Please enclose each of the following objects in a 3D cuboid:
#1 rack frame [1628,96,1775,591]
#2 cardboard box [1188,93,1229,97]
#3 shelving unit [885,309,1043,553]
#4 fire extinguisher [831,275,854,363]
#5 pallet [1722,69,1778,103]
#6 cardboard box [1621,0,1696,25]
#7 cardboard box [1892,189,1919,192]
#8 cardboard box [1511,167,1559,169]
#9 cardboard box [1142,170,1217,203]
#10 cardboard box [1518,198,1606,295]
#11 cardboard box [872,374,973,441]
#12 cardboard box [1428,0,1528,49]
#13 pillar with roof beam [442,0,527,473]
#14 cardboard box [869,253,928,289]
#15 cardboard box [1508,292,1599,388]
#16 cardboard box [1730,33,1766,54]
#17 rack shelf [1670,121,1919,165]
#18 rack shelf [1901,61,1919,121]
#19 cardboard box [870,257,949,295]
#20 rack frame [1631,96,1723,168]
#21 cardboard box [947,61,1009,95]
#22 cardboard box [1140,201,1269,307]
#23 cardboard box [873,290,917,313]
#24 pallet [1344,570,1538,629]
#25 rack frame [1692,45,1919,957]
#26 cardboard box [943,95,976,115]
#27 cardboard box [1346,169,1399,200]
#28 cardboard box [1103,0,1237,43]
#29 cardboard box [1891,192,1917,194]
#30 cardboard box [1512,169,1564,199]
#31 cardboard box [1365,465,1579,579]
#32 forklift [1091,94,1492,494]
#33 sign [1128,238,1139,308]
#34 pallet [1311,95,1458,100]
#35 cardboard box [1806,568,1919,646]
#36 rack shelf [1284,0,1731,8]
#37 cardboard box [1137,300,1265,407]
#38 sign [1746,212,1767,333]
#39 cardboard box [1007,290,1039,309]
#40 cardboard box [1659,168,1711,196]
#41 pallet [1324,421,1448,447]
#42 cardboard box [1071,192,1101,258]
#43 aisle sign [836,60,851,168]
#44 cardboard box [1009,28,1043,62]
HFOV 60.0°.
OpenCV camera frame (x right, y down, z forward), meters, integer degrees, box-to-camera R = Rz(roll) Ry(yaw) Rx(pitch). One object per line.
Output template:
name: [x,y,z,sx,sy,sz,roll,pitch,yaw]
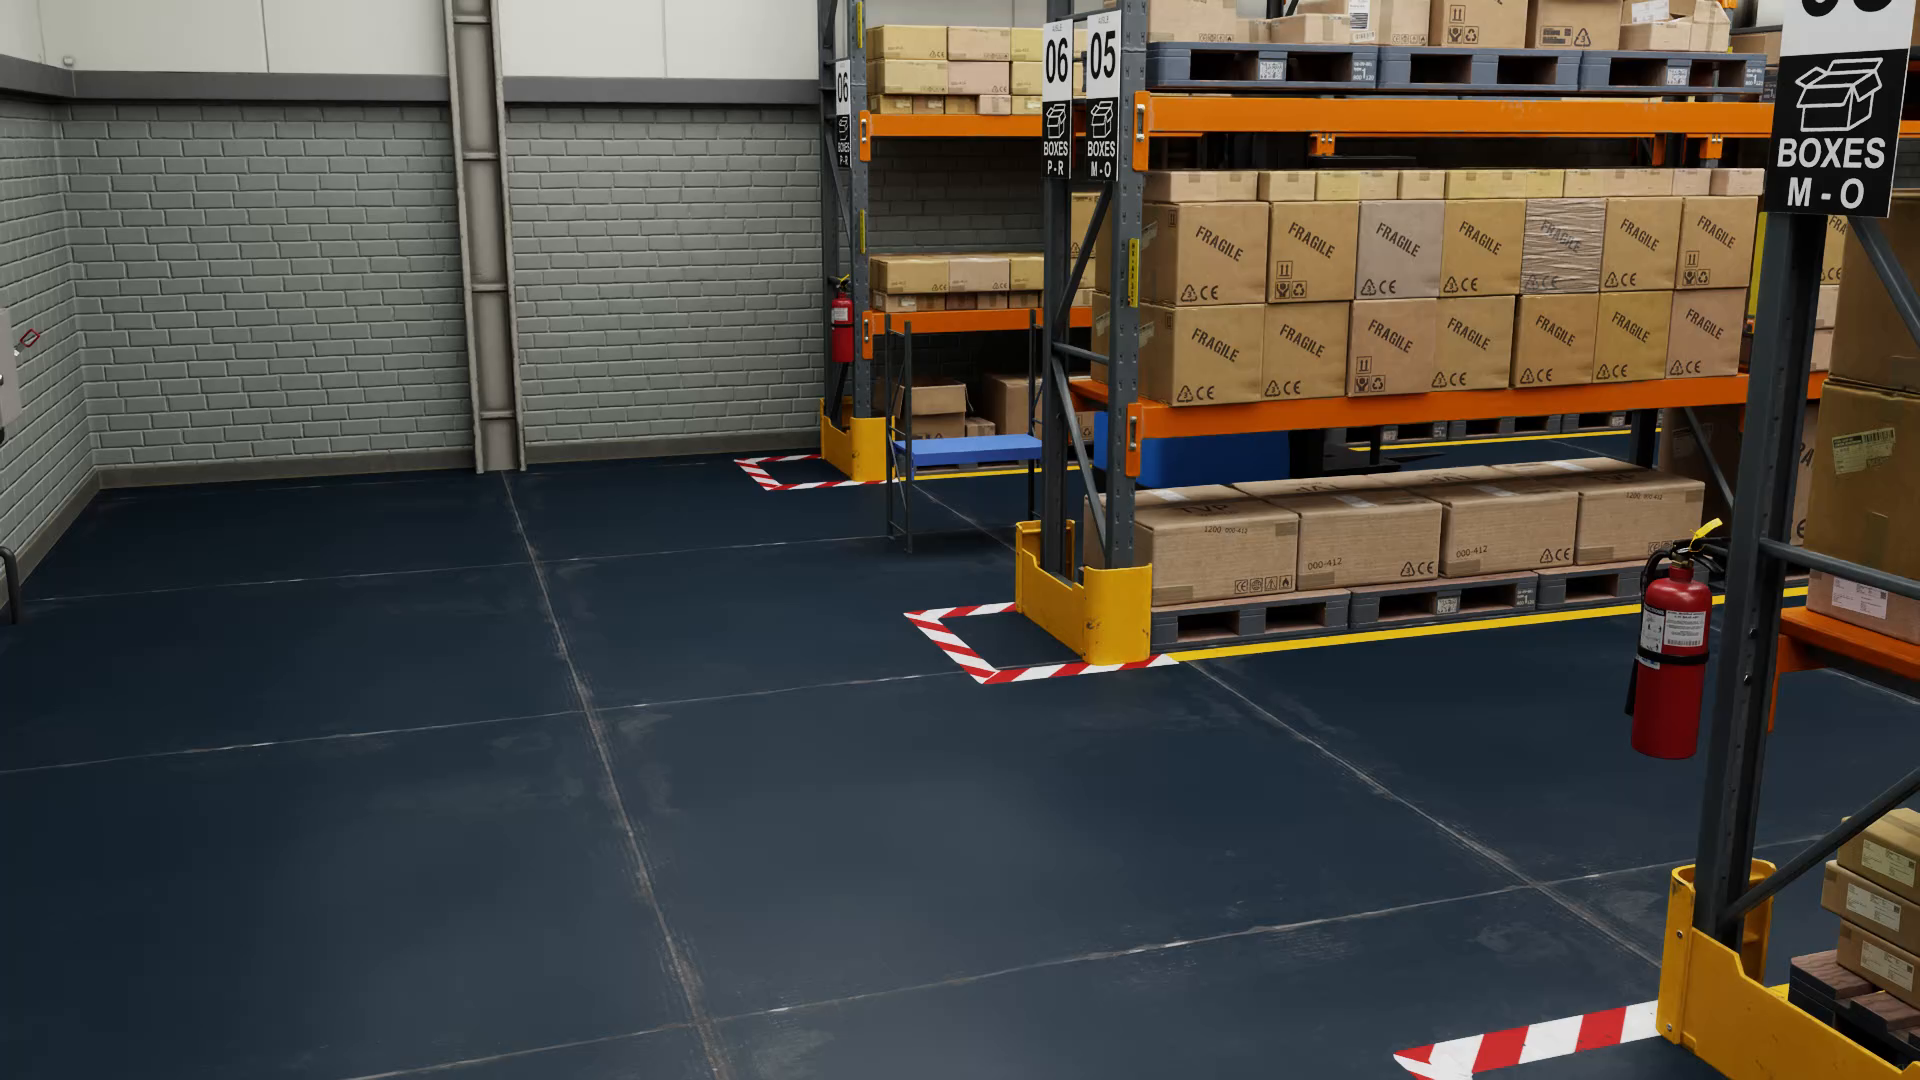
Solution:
rack frame: [4.460,-1.253,9.929,0.127,3.000,1.000,-4,14,-18]
cardboard box: [2.007,-3.741,13.589,0.500,0.250,0.500,-5,14,-20]
shelving unit: [0.081,-0.736,10.996,1.048,1.500,0.538,-4,14,-18]
fire extinguisher: [-0.909,-1.715,12.844,0.183,0.674,0.296,-4,14,-18]
pallet: [5.314,-2.698,9.934,1.217,0.209,0.805,-5,14,-20]
cardboard box: [3.836,-3.017,9.521,0.500,0.500,0.500,-4,14,-17]
cardboard box: [5.779,-1.949,10.478,0.500,0.500,0.500,-4,14,-16]
cardboard box: [3.357,-2.082,9.635,0.250,0.149,0.380,-5,14,-18]
cardboard box: [1.094,-1.774,8.340,0.250,0.149,0.380,-4,14,-17]
cardboard box: [3.138,-1.618,9.084,0.500,0.500,0.500,-4,14,-17]
cardboard box: [-0.307,-1.060,13.606,0.637,0.503,0.797,-5,14,-20]
cardboard box: [2.628,-2.835,8.756,0.500,0.500,0.500,-4,14,-17]
pillar with roof beam: [-2.387,-4.019,8.594,0.400,9.000,9.100,-4,14,-18]
cardboard box: [-0.566,-2.210,13.634,0.500,0.250,0.500,-4,14,-16]
cardboard box: [3.145,-1.132,9.204,0.500,0.500,0.500,-5,14,-19]
cardboard box: [7.429,-4.398,15.327,0.500,0.500,0.500,-4,14,-18]
rack shelf: [6.356,-2.510,10.286,4.000,0.370,1.077,-4,14,-18]
rack shelf: [4.239,-1.137,4.512,4.000,0.370,1.077,-4,14,-18]
cardboard box: [-0.401,-2.092,13.139,0.500,0.250,0.500,-4,14,-18]
rack frame: [6.665,-2.637,15.746,0.127,3.000,1.000,-4,14,-18]
cardboard box: [0.066,-3.592,12.962,0.500,0.250,0.500,-4,14,-17]
cardboard box: [1.215,-1.466,8.447,0.500,0.500,0.500,-5,14,-19]
cardboard box: [-0.518,-1.888,13.142,0.250,0.149,0.380,-5,14,-18]
pallet: [2.557,0.233,9.706,1.213,0.211,1.003,-4,14,-18]
rack frame: [2.344,0.120,4.155,0.127,3.000,1.000,-4,14,-18]
cardboard box: [-0.052,-3.396,12.999,0.250,0.149,0.380,-4,14,-18]
cardboard box: [2.079,-1.857,8.691,0.250,0.149,0.380,-4,14,-18]
cardboard box: [1.067,-2.650,8.520,0.500,0.250,0.500,-6,15,-23]
cardboard box: [5.443,-1.801,9.856,0.500,0.500,0.500,-5,14,-18]
cardboard box: [3.038,-1.931,8.999,0.250,0.149,0.380,-5,14,-19]
cardboard box: [2.983,-0.122,9.803,0.875,0.438,0.875,-5,14,-20]
forklift: [2.523,-1.698,11.948,3.031,2.935,1.130,-5,14,-21]
sign: [0.841,-1.295,8.065,0.005,0.325,0.100,-4,14,-18]
pallet: [3.514,-3.742,14.317,1.003,0.211,1.213,-4,14,-18]
cardboard box: [2.563,0.156,4.546,0.250,0.149,0.380,-4,14,-18]
rack shelf: [4.769,-4.863,14.560,4.000,0.370,1.077,-4,14,-18]
cardboard box: [1.216,-0.979,8.560,0.500,0.500,0.500,-5,14,-19]
sign: [2.186,-0.720,4.502,0.005,0.325,0.100,-4,14,-18]
cardboard box: [0.455,-1.970,13.486,0.250,0.149,0.380,-4,14,-17]
cardboard box: [3.986,-2.016,9.356,0.250,0.149,0.380,-4,14,-17]
pallet: [3.633,-1.053,15.114,1.213,0.211,1.003,-4,14,-18]
cardboard box: [1.020,-2.568,13.518,0.500,0.500,0.500,-4,14,-17]
aisle sign: [-0.888,-3.242,12.671,0.004,0.787,0.394,-4,14,-18]
cardboard box: [0.543,-3.872,13.056,0.500,0.250,0.500,-5,14,-19]
